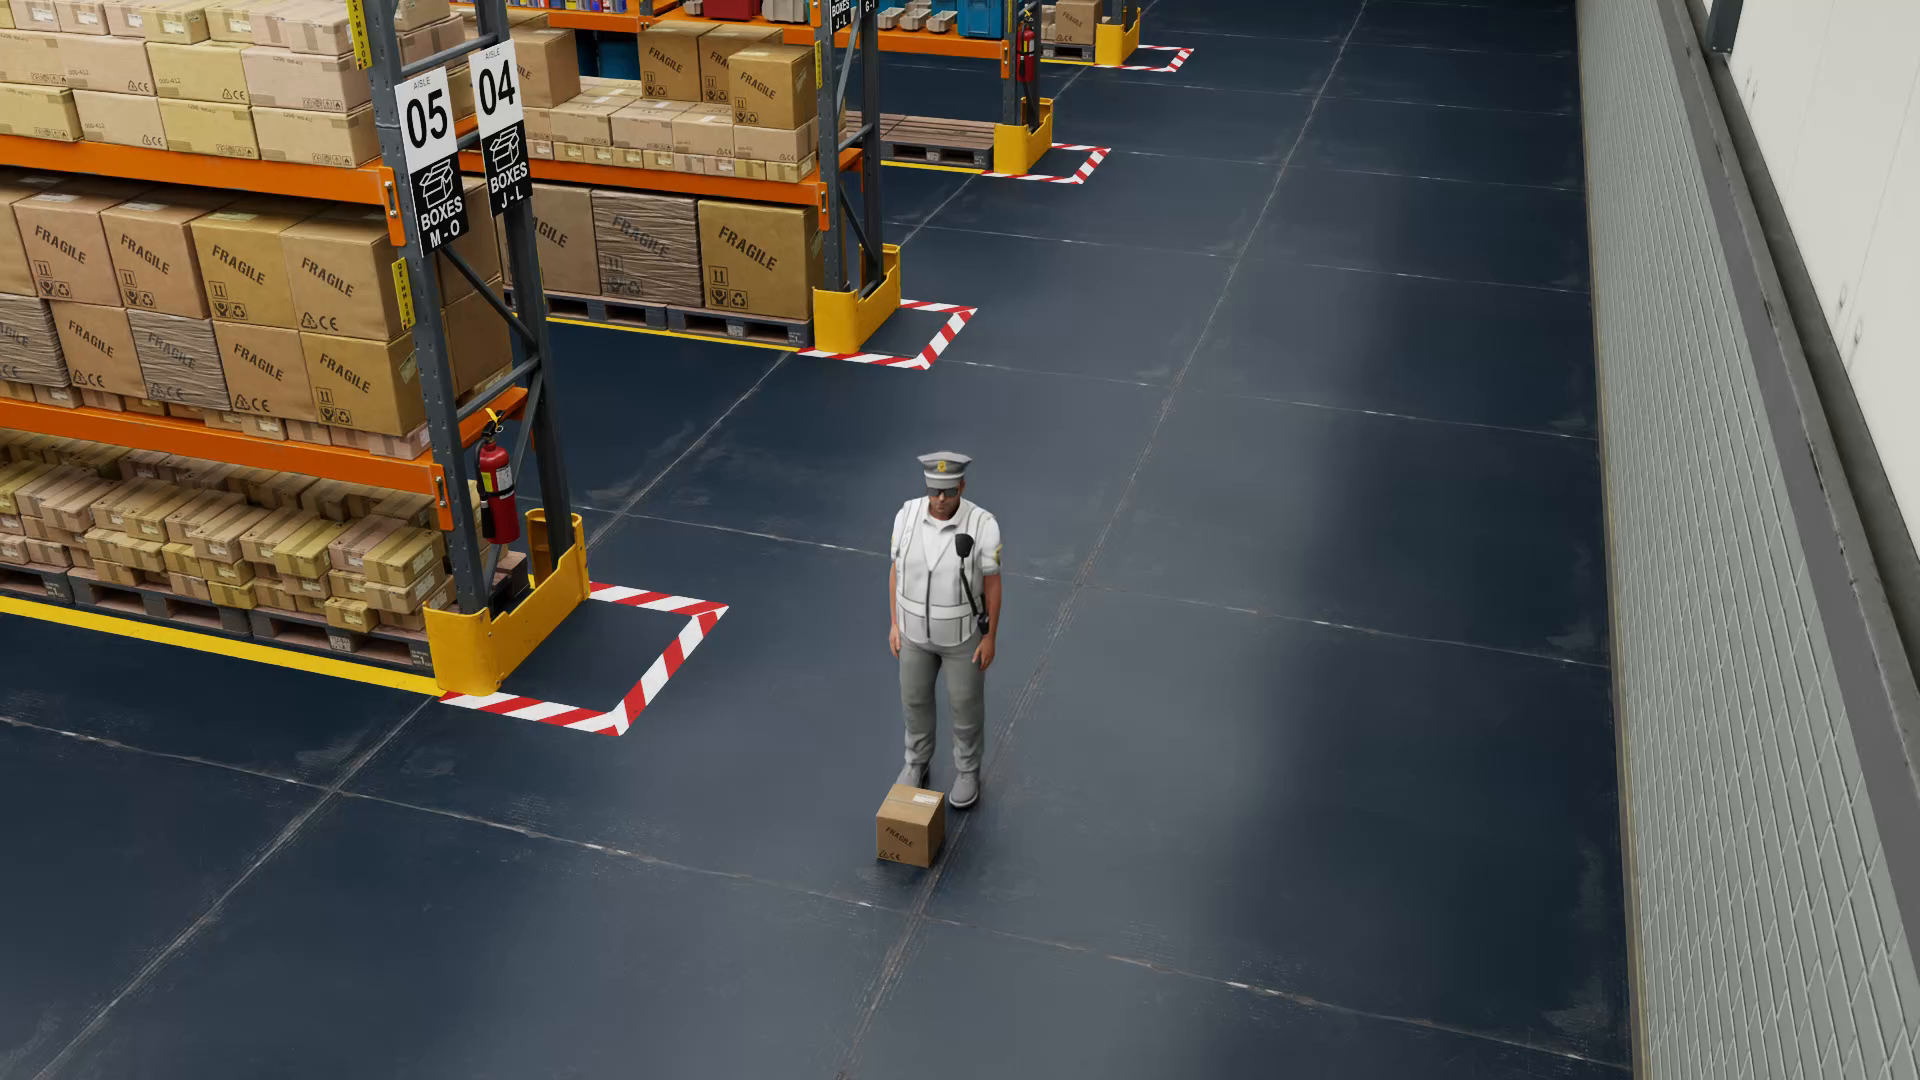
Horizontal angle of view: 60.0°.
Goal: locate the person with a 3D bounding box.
[{"bbox_3d":[-0.082,0.414,7.712,0.536,1.785,0.403,9,30,15],"label":"person"}]
